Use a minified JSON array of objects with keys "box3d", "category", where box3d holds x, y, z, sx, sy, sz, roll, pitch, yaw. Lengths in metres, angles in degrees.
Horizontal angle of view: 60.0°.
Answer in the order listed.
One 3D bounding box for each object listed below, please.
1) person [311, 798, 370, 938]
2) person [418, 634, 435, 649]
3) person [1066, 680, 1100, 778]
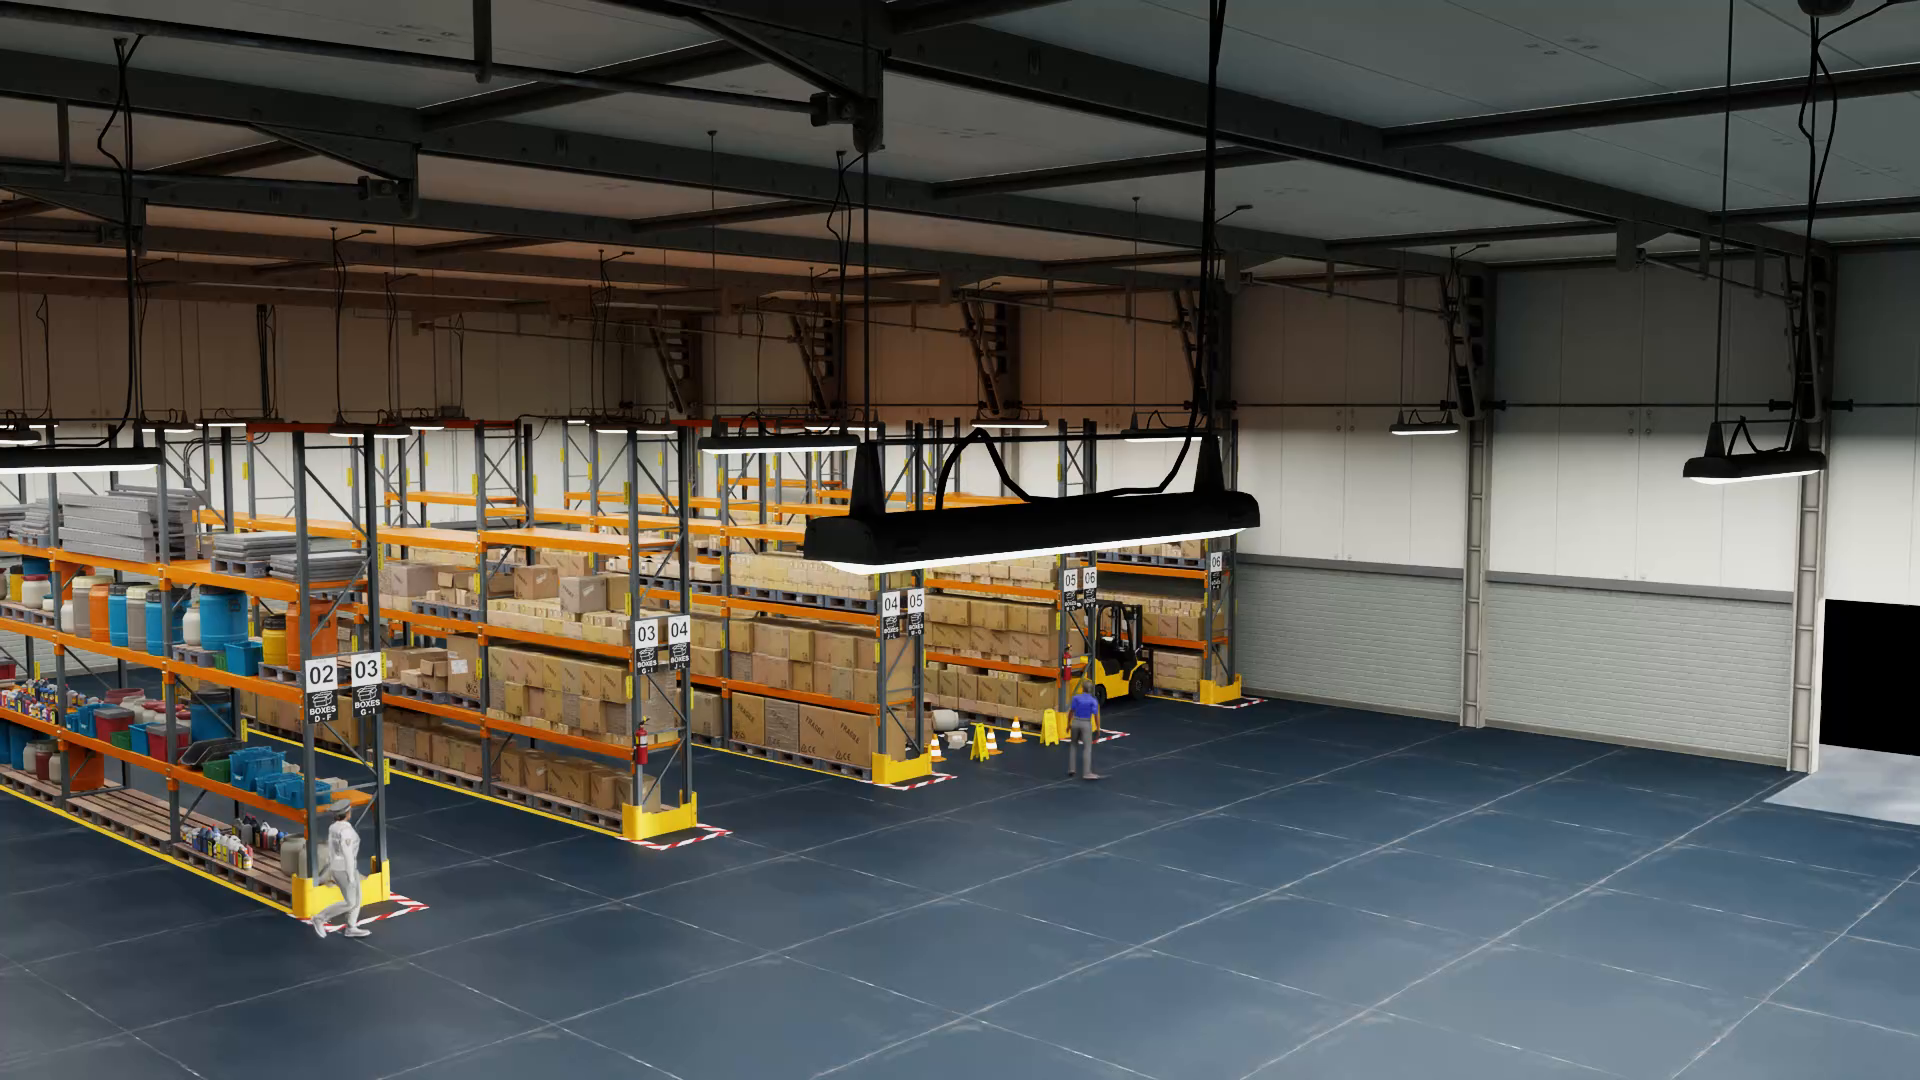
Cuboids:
[{"box3d":[-7.326,3.889,19.614,0.636,1.659,0.490,-1,5,-14],"category":"person"},{"box3d":[-13.065,2.224,40.705,0.452,1.589,0.479,-3,6,-36],"category":"person"},{"box3d":[2.082,3.248,28.247,0.621,1.619,0.520,3,5,31],"category":"person"}]
